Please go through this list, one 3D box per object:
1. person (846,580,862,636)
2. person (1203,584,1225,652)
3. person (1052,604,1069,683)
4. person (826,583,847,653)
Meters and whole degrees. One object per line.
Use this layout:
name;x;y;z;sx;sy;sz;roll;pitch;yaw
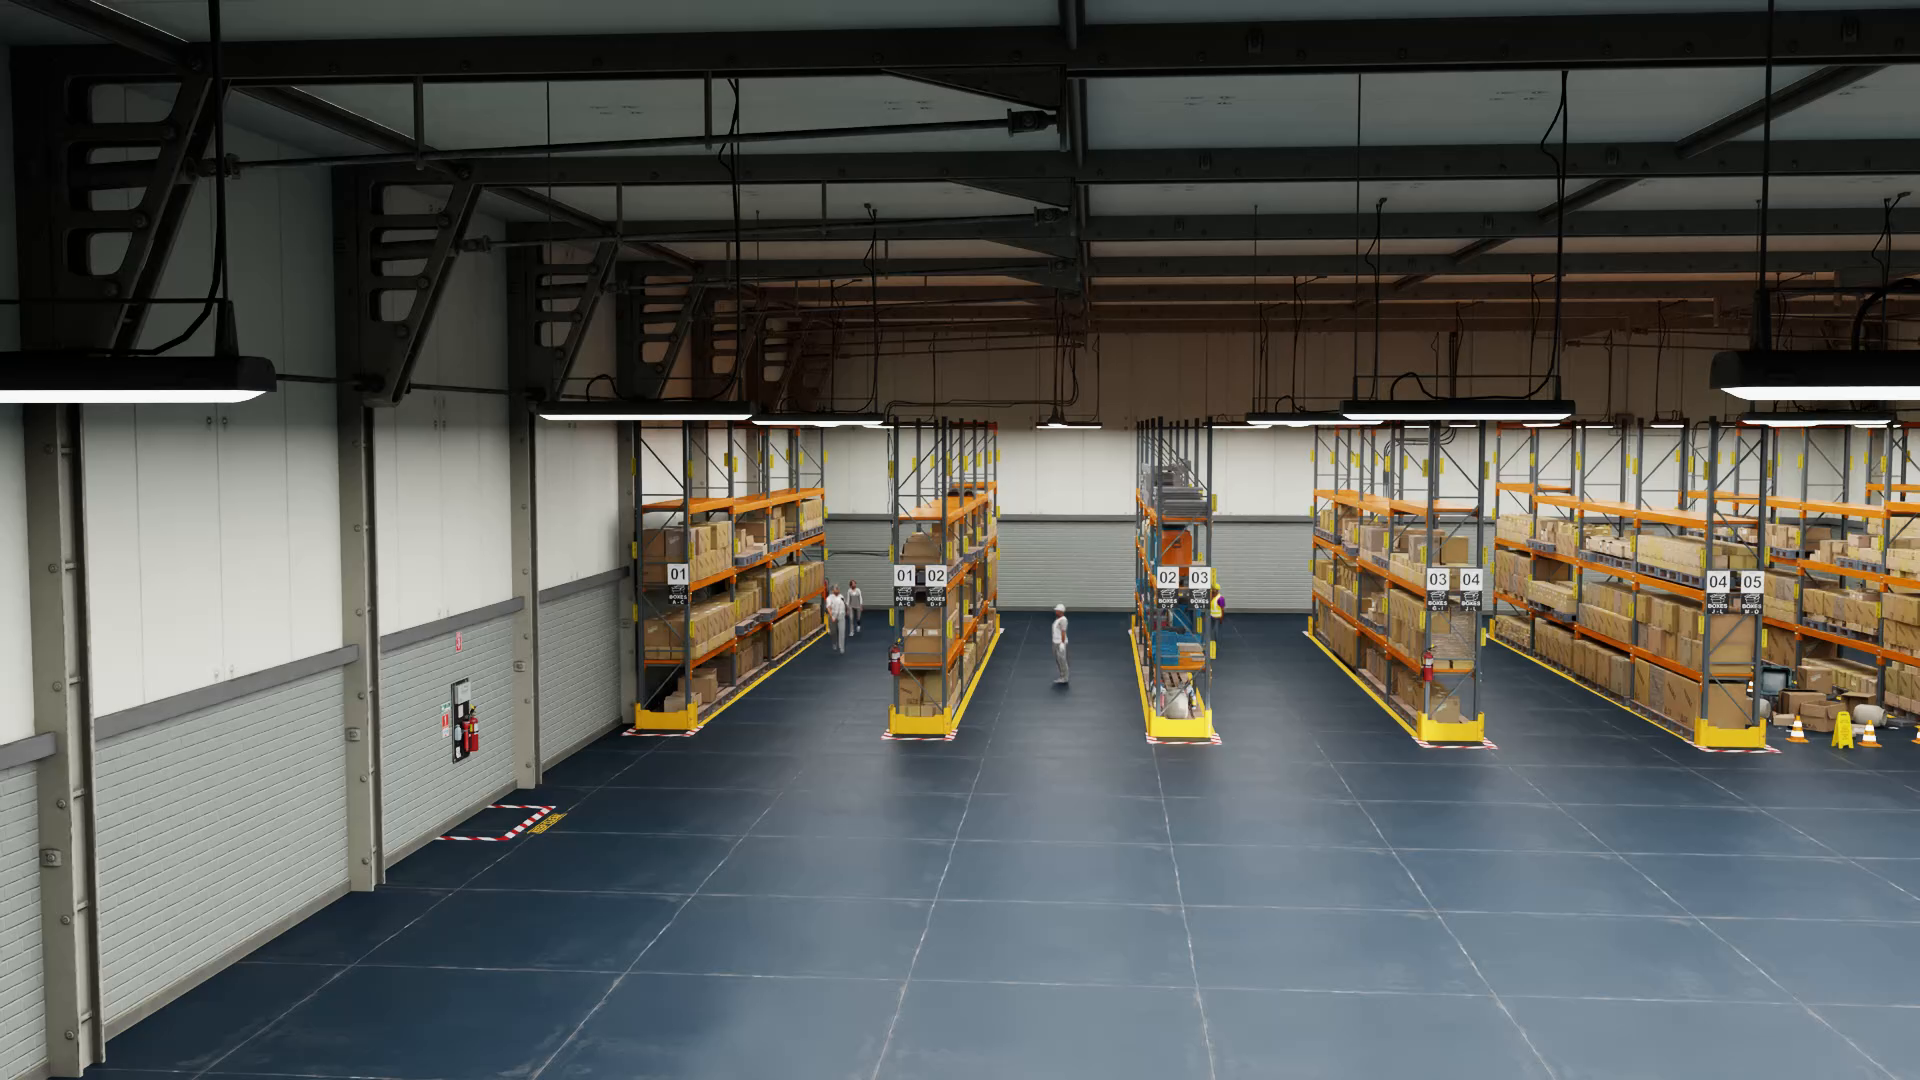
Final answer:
person;-2.969;1.893;46.559;0.460;1.563;0.637;0;4;-1
person;6.591;2.025;43.324;0.616;1.776;0.516;3;5;38
person;2.287;2.367;37.819;0.375;1.817;0.672;-1;4;-10
person;-3.102;1.953;41.843;0.522;1.724;0.992;0;4;-3
